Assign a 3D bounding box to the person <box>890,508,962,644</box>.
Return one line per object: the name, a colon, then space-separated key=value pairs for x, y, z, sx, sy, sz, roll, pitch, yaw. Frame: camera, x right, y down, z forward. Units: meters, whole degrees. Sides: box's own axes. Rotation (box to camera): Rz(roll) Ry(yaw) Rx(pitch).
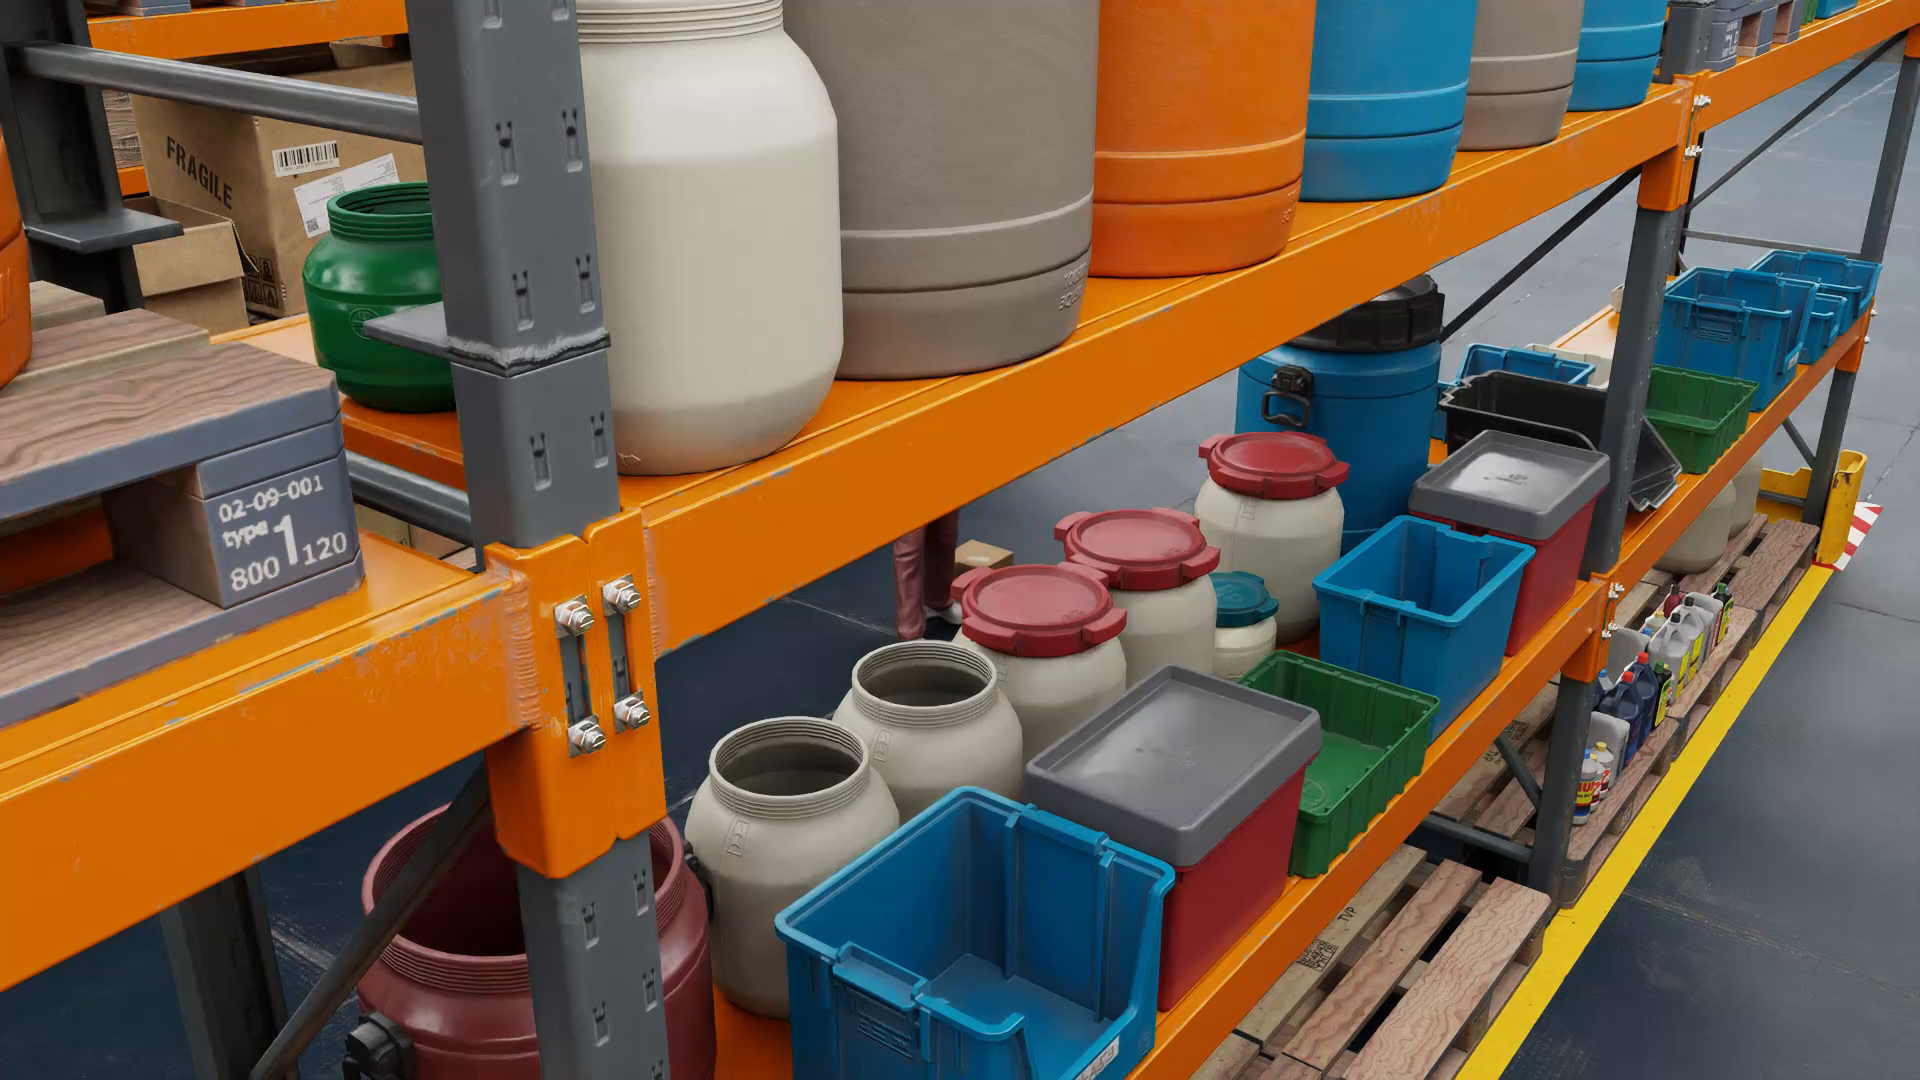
person: x=-0.150 y=-0.285 z=7.242 sx=0.492 sy=1.670 sz=0.619 roll=-5 pitch=24 yaw=-11
